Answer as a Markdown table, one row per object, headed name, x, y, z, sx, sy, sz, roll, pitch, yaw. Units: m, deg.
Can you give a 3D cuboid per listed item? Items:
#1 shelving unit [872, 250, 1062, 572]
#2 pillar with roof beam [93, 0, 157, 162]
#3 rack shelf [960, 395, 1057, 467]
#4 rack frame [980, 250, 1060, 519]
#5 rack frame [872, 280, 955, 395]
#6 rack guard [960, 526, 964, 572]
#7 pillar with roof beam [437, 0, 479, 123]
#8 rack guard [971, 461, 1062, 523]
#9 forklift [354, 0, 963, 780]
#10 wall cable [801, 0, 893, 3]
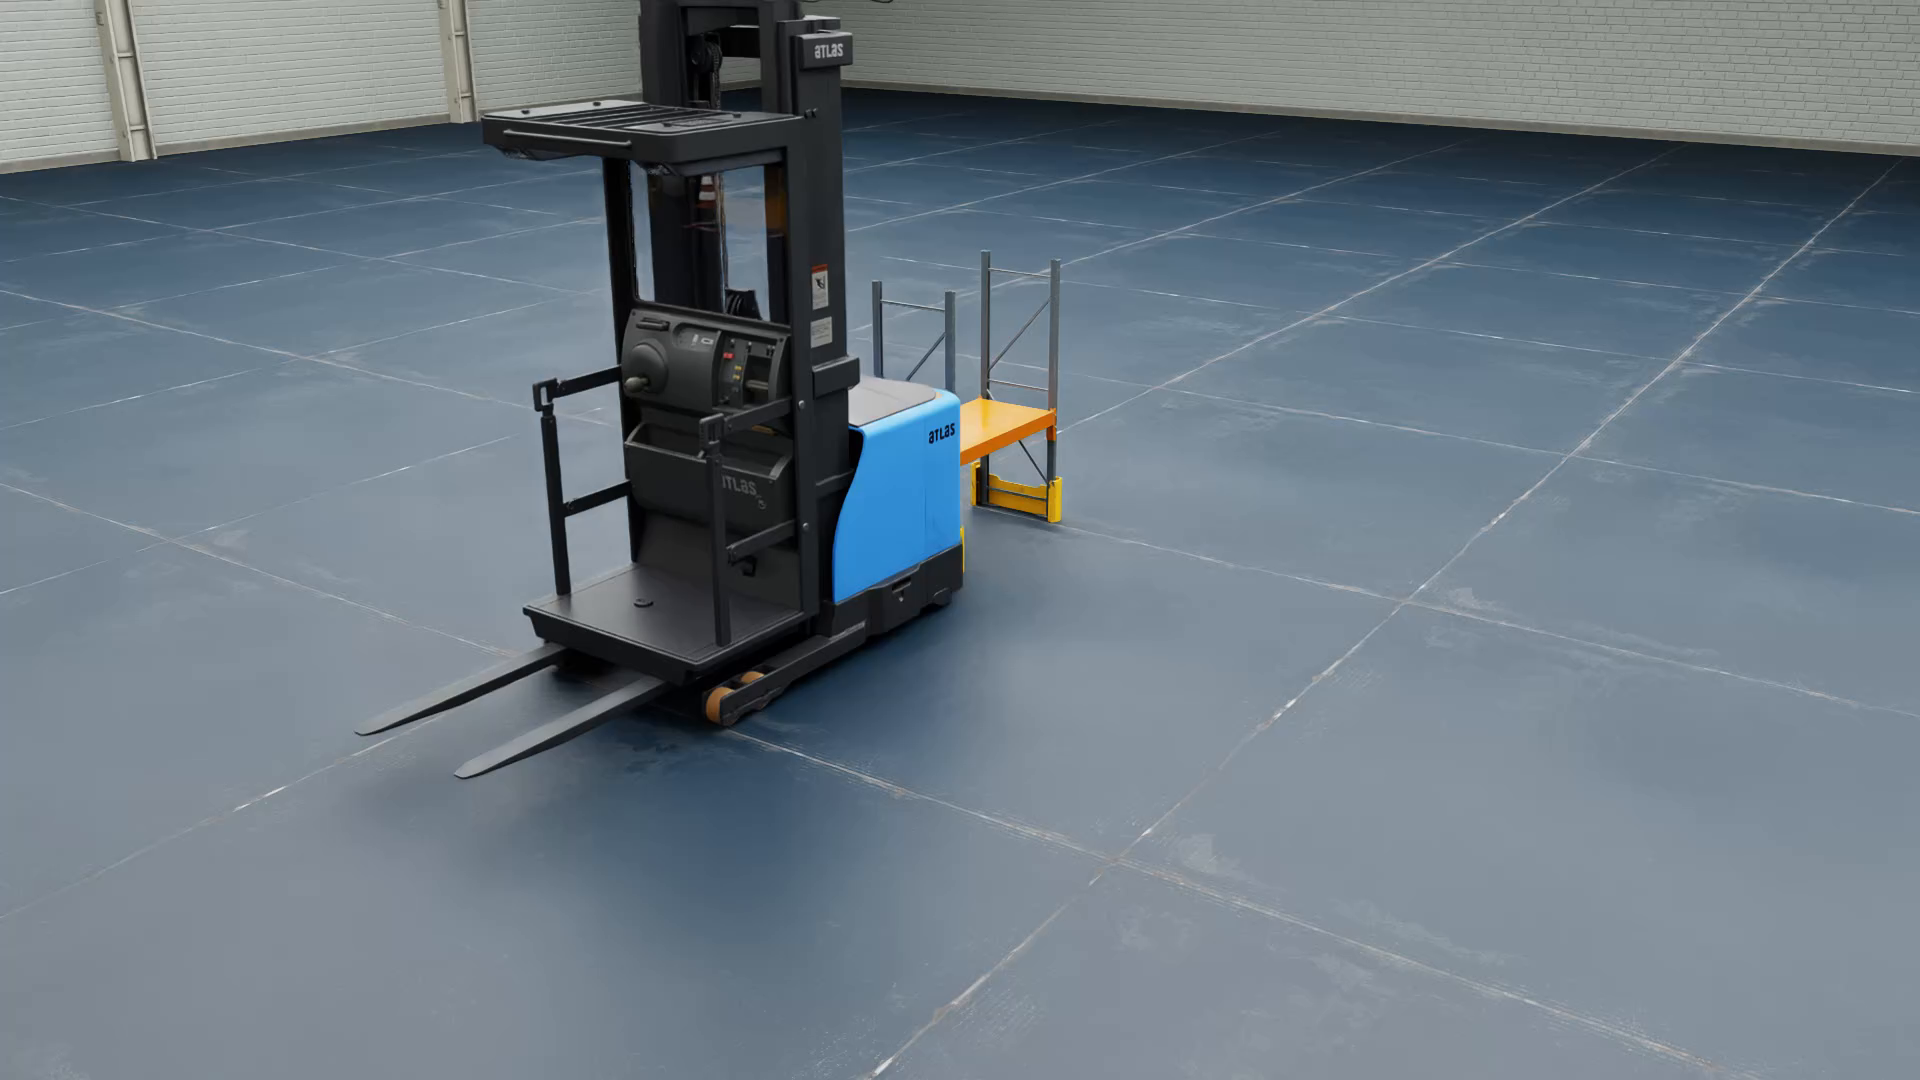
| name | x | y | z | sx | sy | sz | roll | pitch | yaw |
| --- | --- | --- | --- | --- | --- | --- | --- | --- | --- |
| shelving unit | 0.043 | -0.725 | 9.064 | 0.587 | 1.500 | 1.083 | 13 | 24 | 32 |
| pillar with roof beam | -8.442 | -8.945 | 20.476 | 9.100 | 9.000 | 0.400 | 13 | 24 | 32 |
| rack shelf | 0.048 | -0.559 | 9.133 | 0.538 | 0.185 | 1.000 | 13 | 24 | 32 |
| rack frame | 0.334 | -0.874 | 9.465 | 0.500 | 1.500 | 0.032 | 13 | 24 | 32 |
| rack frame | -0.238 | -0.582 | 8.677 | 0.500 | 1.500 | 0.032 | 13 | 24 | 32 |
| rack guard | -0.237 | 0.004 | 8.894 | 0.587 | 0.250 | 0.087 | 13 | 24 | 32 |
| pillar with roof beam | -5.070 | -10.666 | 25.130 | 9.100 | 9.000 | 0.400 | 13 | 24 | 32 |
| rack guard | 0.323 | -0.282 | 9.667 | 0.587 | 0.250 | 0.087 | 13 | 24 | 32 |
| forklift | -1.248 | -0.768 | 7.118 | 1.130 | 2.935 | 3.031 | 14 | 24 | 33 |
| wall cable | -2.507 | -12.358 | 34.180 | 3.097 | 2.526 | 0.112 | 13 | 24 | 32 |
